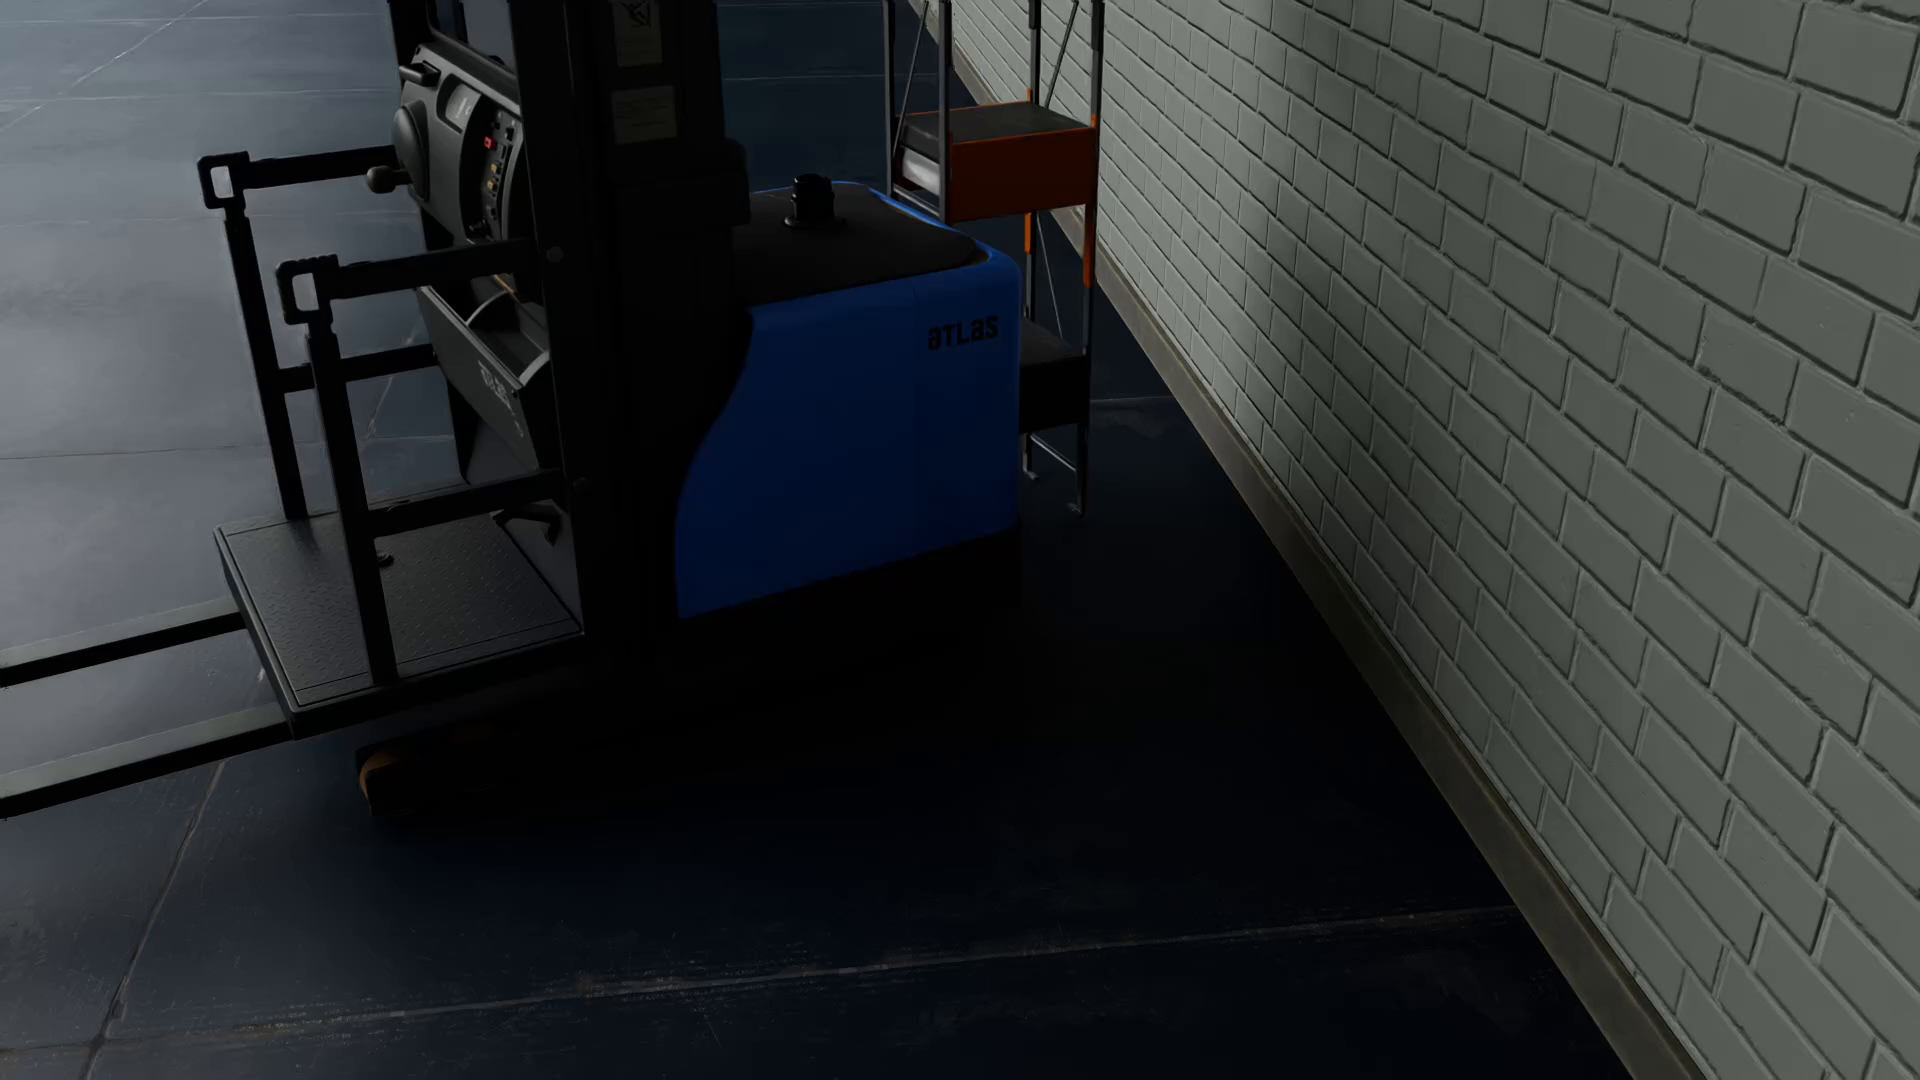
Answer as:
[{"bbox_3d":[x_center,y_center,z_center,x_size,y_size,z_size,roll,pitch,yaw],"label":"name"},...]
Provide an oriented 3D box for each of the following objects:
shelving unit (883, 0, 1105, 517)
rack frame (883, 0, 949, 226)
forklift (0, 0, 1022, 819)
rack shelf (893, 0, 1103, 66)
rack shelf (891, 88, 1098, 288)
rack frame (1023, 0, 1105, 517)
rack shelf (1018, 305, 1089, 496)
[{"bbox_3d":[0.093,-1.043,4.982,0.503,2.100,0.431,-13,30,-23],"label":"shelving unit"},{"bbox_3d":[-0.125,-0.993,4.885,0.015,2.100,0.400,-13,30,-23],"label":"rack frame"},{"bbox_3d":[-1.355,-0.921,3.834,3.031,2.935,1.130,-15,31,-27],"label":"forklift"},{"bbox_3d":[0.093,-1.654,4.669,0.480,0.518,0.431,-13,30,-23],"label":"rack shelf"},{"bbox_3d":[0.093,-1.031,4.989,0.480,0.518,0.431,-13,30,-23],"label":"rack shelf"},{"bbox_3d":[0.311,-1.093,5.079,0.015,2.100,0.400,-13,30,-23],"label":"rack frame"},{"bbox_3d":[0.093,-0.408,5.308,0.480,0.518,0.431,-13,30,-23],"label":"rack shelf"}]
